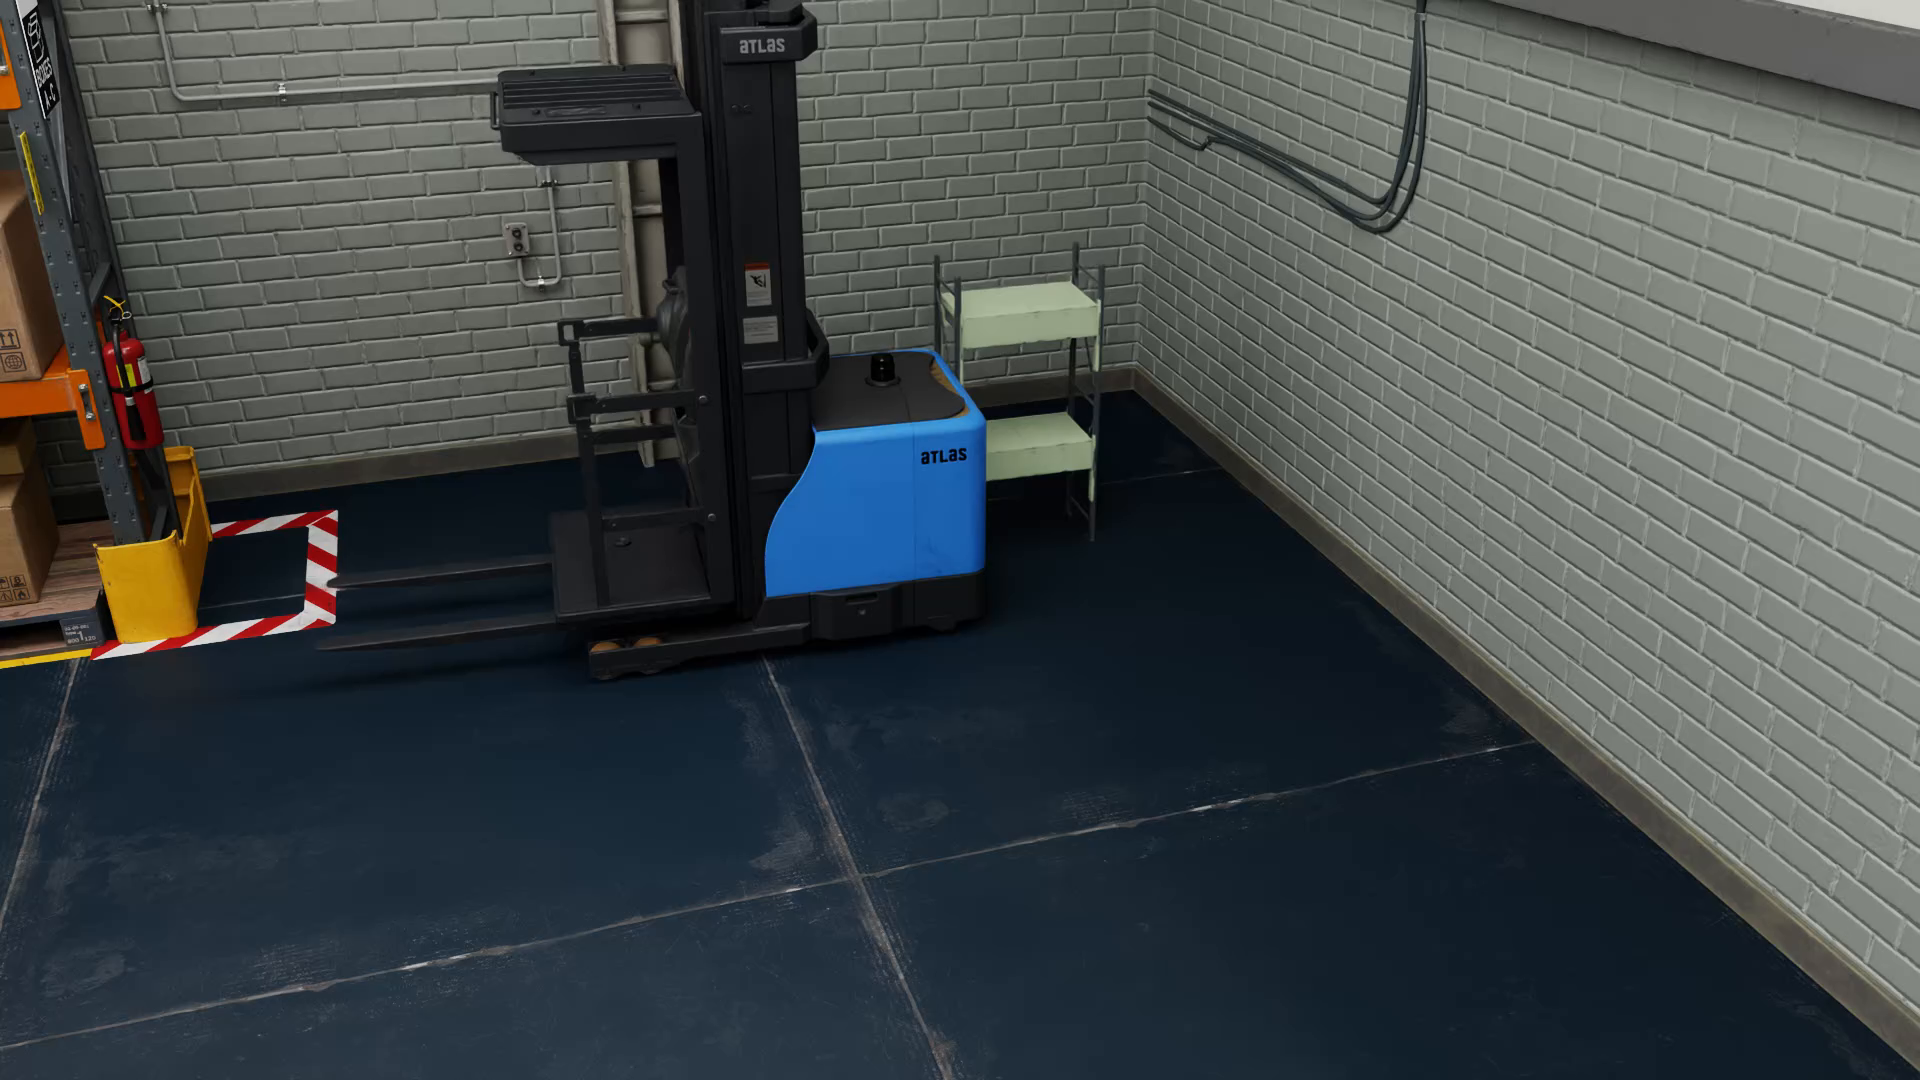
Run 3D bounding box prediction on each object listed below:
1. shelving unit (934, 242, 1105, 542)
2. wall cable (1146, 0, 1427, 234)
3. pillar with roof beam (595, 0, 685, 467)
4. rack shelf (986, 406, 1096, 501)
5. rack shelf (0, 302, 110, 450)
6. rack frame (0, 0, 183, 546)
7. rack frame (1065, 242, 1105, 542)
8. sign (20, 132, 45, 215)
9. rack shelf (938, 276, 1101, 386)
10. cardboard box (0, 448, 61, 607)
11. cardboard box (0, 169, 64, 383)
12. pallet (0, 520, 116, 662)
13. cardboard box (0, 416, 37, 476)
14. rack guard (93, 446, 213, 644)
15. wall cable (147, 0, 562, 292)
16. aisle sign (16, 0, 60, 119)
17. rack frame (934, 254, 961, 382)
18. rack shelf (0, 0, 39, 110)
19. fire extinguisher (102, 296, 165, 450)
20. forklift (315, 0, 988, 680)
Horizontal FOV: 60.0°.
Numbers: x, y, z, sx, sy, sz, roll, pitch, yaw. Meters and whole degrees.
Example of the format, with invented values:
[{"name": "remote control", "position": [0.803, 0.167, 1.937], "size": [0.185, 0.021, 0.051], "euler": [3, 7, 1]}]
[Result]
[{"name": "shelving unit", "position": [0.288, -0.701, 8.475], "size": [0.755, 1.500, 0.431], "euler": [-8, 27, -15]}, {"name": "wall cable", "position": [1.514, -3.041, 8.247], "size": [0.112, 2.526, 3.097], "euler": [-8, 28, -16]}, {"name": "pillar with roof beam", "position": [-0.343, -2.721, 4.111], "size": [0.400, 9.000, 9.100], "euler": [-8, 28, -16]}, {"name": "rack shelf", "position": [0.288, -0.409, 8.620], "size": [0.720, 0.370, 0.431], "euler": [-8, 27, -15]}, {"name": "rack shelf", "position": [-5.877, -0.519, 7.231], "size": [4.000, 0.370, 1.077], "euler": [-8, 28, -16]}, {"name": "rack frame", "position": [-3.975, -1.117, 7.626], "size": [0.127, 3.000, 1.000], "euler": [-8, 28, -16]}, {"name": "rack frame", "position": [0.639, -0.747, 8.569], "size": [0.023, 1.500, 0.400], "euler": [-8, 27, -15]}, {"name": "sign", "position": [-3.820, -1.510, 6.850], "size": [0.005, 0.325, 0.100], "euler": [-8, 28, -16]}, {"name": "rack shelf", "position": [0.288, -1.050, 8.301], "size": [0.720, 0.370, 0.431], "euler": [-8, 27, -15]}, {"name": "cardboard box", "position": [-4.610, -0.047, 7.809], "size": [0.500, 0.500, 0.700], "euler": [-8, 28, -16]}, {"name": "cardboard box", "position": [-4.457, -1.177, 7.409], "size": [0.700, 0.700, 0.980], "euler": [-7, 27, -14]}, {"name": "pallet", "position": [-4.711, 0.276, 7.958], "size": [1.213, 0.211, 1.003], "euler": [-8, 28, -16]}, {"name": "cardboard box", "position": [-4.553, -0.439, 7.870], "size": [0.250, 0.149, 0.380], "euler": [-8, 28, -16]}, {"name": "rack guard", "position": [-3.952, 0.000, 8.189], "size": [0.348, 0.500, 1.175], "euler": [-8, 28, -16]}, {"name": "wall cable", "position": [-3.051, -2.148, 8.561], "size": [1.851, 1.984, 0.084], "euler": [-8, 28, -16]}, {"name": "aisle sign", "position": [-3.814, -2.164, 6.813], "size": [0.004, 0.787, 0.394], "euler": [-8, 28, -16]}, {"name": "rack frame", "position": [-0.063, -0.654, 8.381], "size": [0.023, 1.500, 0.400], "euler": [-8, 27, -15]}, {"name": "rack shelf", "position": [-5.877, -1.863, 6.564], "size": [4.000, 0.370, 1.077], "euler": [-8, 28, -16]}, {"name": "fire extinguisher", "position": [-3.689, -0.741, 7.375], "size": [0.183, 0.674, 0.296], "euler": [-8, 28, -16]}, {"name": "forklift", "position": [-1.441, -0.945, 7.356], "size": [3.031, 2.935, 1.130], "euler": [-6, 27, -13]}]
